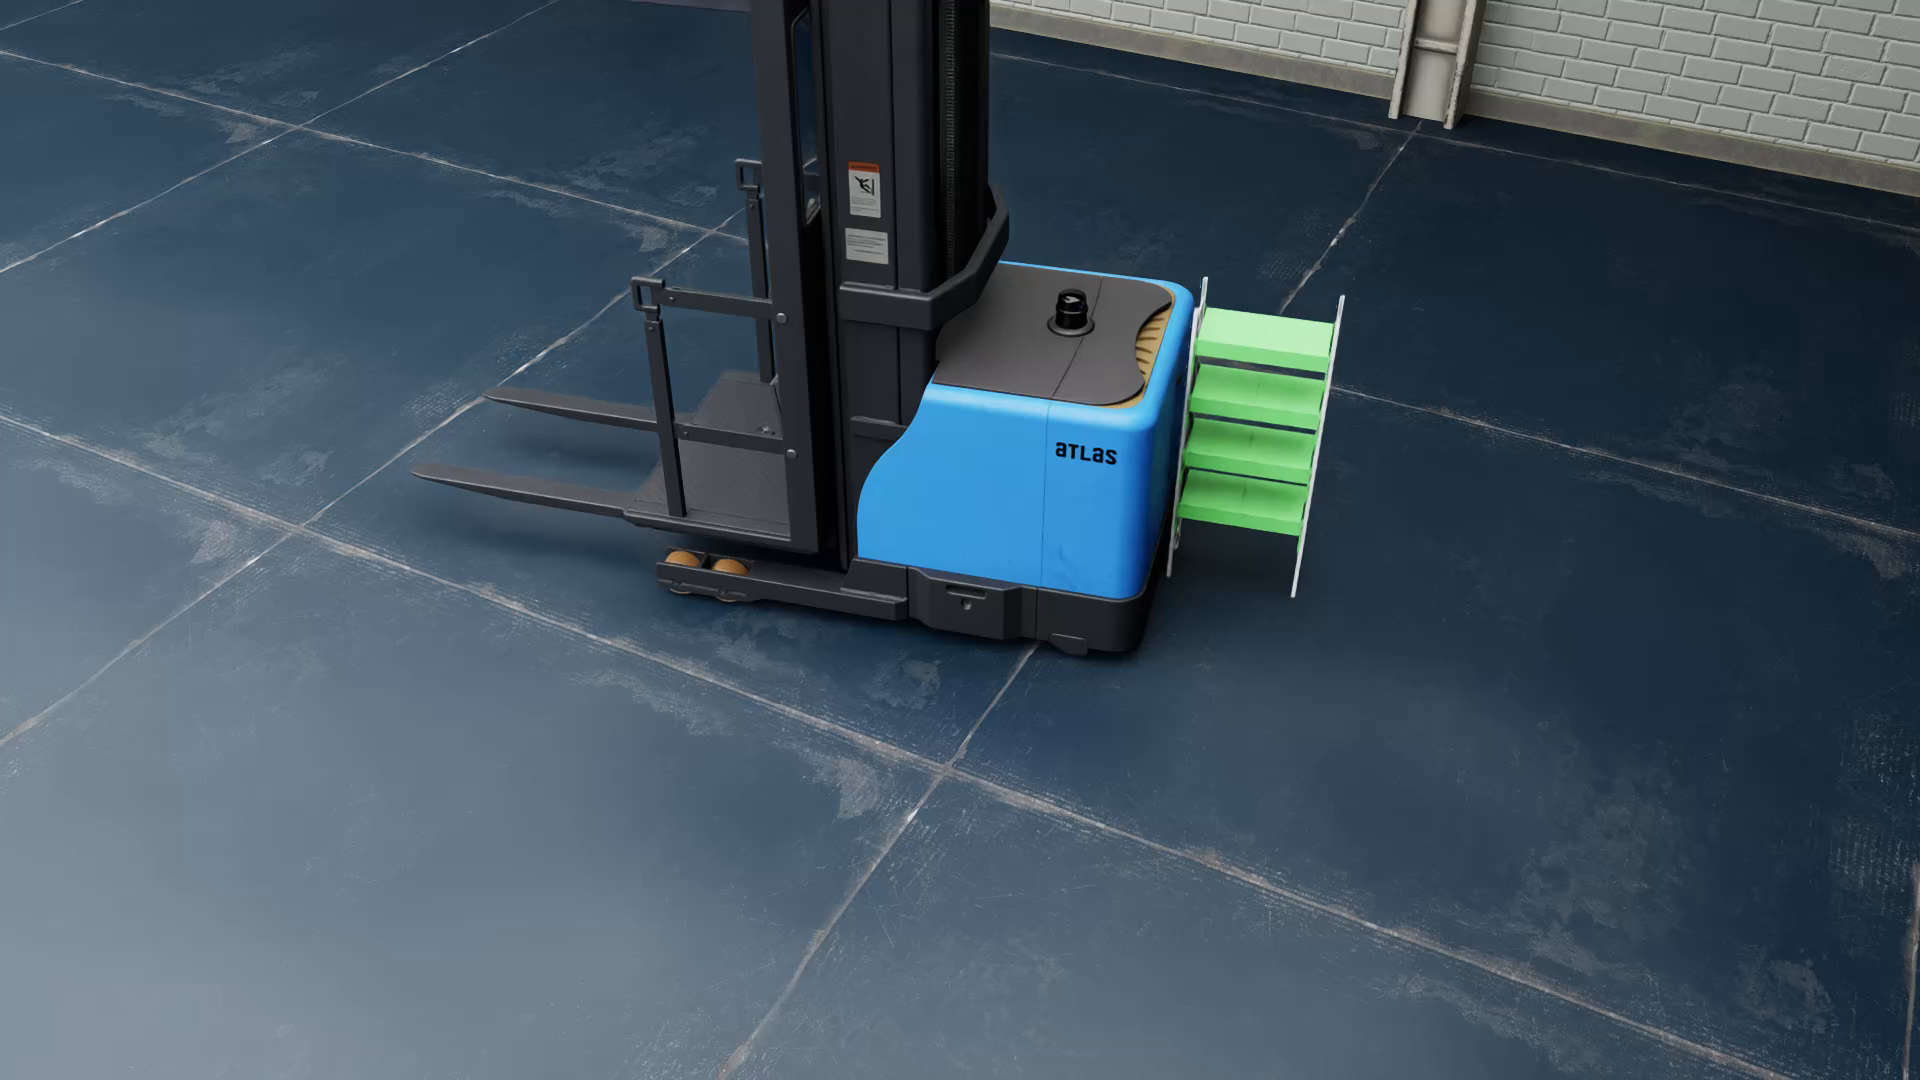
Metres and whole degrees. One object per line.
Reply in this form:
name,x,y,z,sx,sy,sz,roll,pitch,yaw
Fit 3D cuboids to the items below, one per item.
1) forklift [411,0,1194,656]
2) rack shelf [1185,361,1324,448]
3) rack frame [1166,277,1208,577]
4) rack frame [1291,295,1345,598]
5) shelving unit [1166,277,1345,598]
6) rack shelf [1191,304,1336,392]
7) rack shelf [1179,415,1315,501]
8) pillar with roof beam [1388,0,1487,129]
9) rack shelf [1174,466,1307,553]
forklift,-0.683,-1.225,5.940,3.031,2.935,1.130,9,38,12
rack shelf,1.092,-0.503,6.126,0.480,0.148,0.258,9,38,11
rack frame,0.855,-0.402,6.281,0.015,1.200,0.240,9,38,11
rack frame,1.326,-0.324,6.184,0.015,1.200,0.240,9,38,11
shelving unit,1.090,-0.363,6.233,0.503,1.200,0.258,9,38,11
rack shelf,1.093,-0.694,5.980,0.480,0.148,0.258,9,38,11
rack shelf,1.090,-0.312,6.271,0.480,0.148,0.258,9,38,11
pillar with roof beam,0.879,-3.880,4.418,0.400,9.000,9.100,17,41,21
rack shelf,1.089,-0.121,6.417,0.480,0.148,0.258,9,38,11
